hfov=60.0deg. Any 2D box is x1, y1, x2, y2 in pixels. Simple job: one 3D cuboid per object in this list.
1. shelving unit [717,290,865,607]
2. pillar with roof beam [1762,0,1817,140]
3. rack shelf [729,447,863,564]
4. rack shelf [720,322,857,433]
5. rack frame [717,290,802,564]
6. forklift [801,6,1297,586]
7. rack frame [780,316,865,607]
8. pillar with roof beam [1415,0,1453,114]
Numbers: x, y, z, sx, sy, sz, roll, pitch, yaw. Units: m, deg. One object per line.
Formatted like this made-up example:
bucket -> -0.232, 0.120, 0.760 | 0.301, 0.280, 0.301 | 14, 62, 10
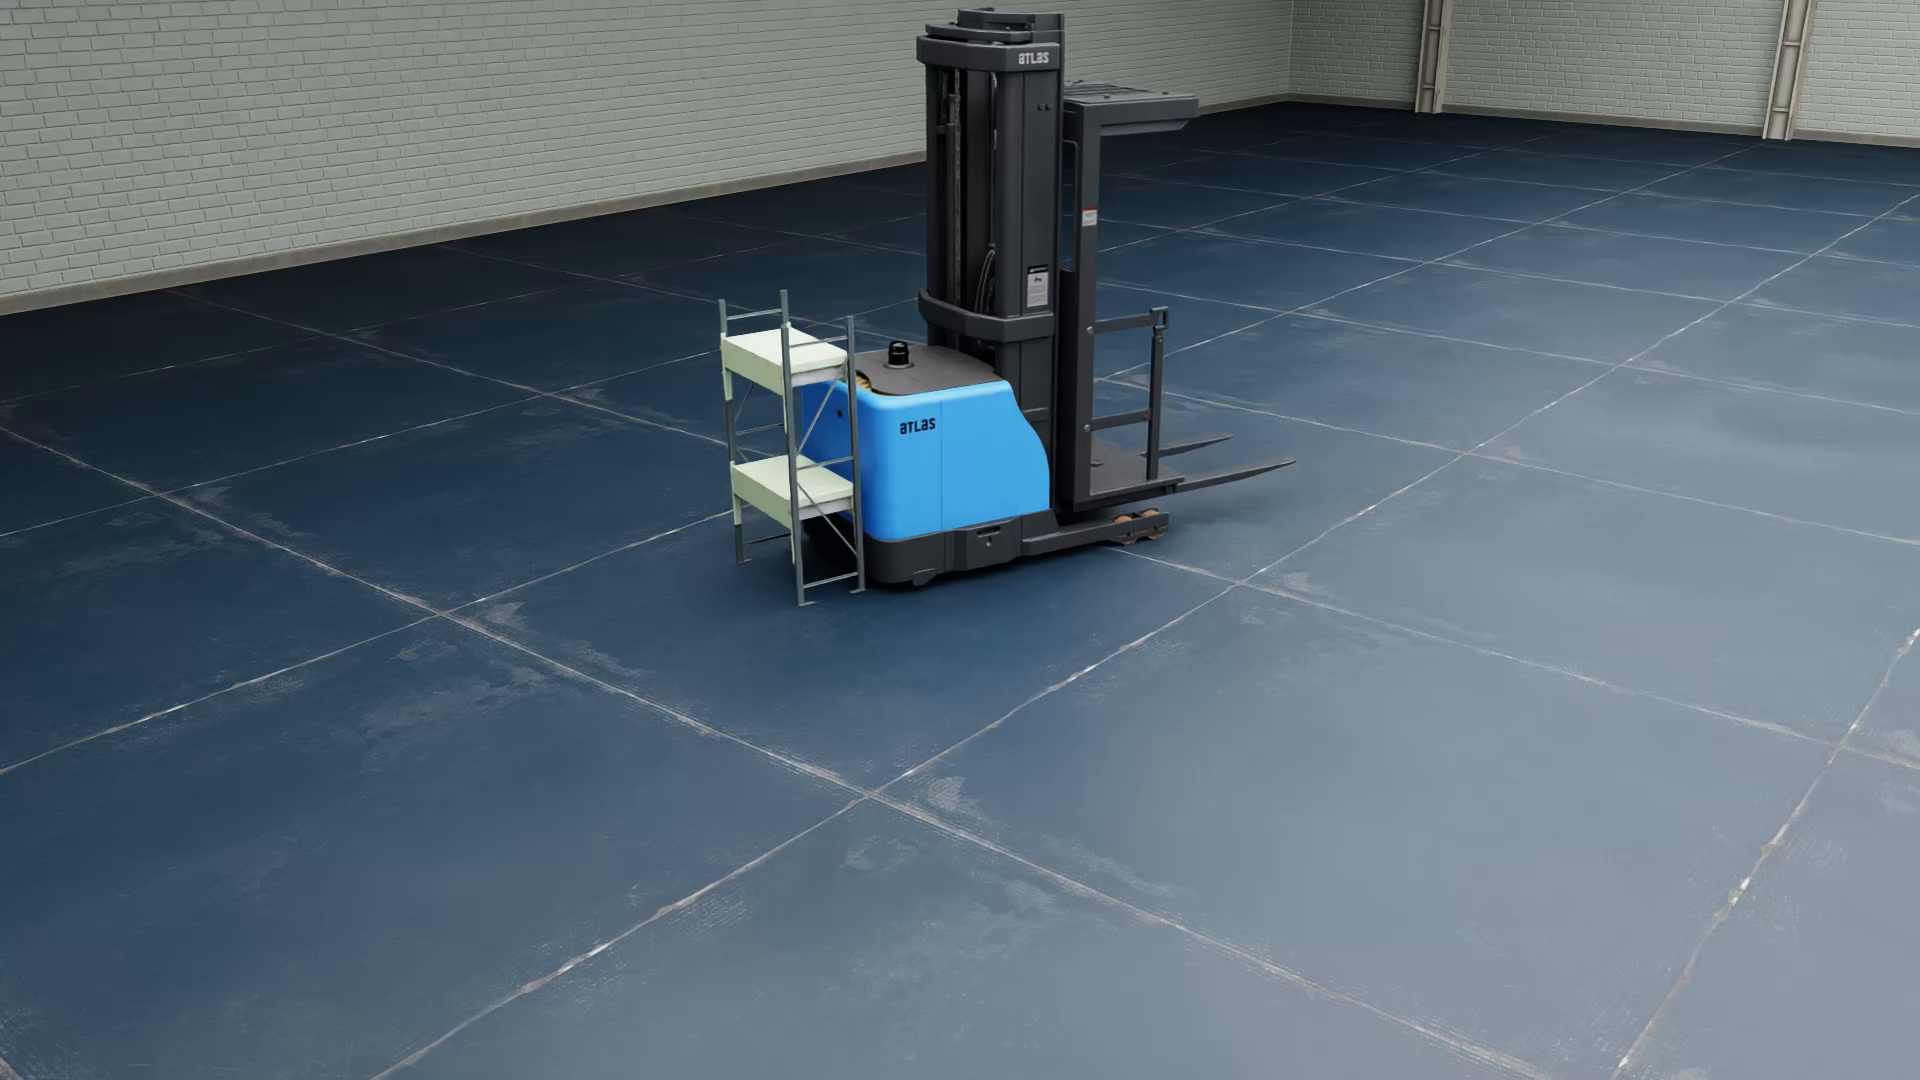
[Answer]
shelving unit -> -0.894, -0.498, 8.849 | 0.431, 1.500, 0.755 | -14, 25, -30
pillar with roof beam -> 10.501, -9.532, 22.191 | 0.400, 9.000, 9.100 | 16, 26, 36
rack shelf -> -0.888, -0.195, 8.968 | 0.431, 0.370, 0.720 | -14, 25, -30
rack shelf -> -0.902, -0.862, 8.707 | 0.431, 0.370, 0.720 | -14, 25, -30
rack frame -> -1.091, -0.607, 9.138 | 0.400, 1.500, 0.023 | -14, 25, -30
forklift -> 0.627, -1.489, 9.463 | 3.031, 2.935, 1.130 | -12, 24, -28
rack frame -> -0.697, -0.390, 8.561 | 0.400, 1.500, 0.023 | -14, 25, -30
pillar with roof beam -> 5.853, -10.870, 25.741 | 0.400, 9.000, 9.100 | 16, 26, 36
